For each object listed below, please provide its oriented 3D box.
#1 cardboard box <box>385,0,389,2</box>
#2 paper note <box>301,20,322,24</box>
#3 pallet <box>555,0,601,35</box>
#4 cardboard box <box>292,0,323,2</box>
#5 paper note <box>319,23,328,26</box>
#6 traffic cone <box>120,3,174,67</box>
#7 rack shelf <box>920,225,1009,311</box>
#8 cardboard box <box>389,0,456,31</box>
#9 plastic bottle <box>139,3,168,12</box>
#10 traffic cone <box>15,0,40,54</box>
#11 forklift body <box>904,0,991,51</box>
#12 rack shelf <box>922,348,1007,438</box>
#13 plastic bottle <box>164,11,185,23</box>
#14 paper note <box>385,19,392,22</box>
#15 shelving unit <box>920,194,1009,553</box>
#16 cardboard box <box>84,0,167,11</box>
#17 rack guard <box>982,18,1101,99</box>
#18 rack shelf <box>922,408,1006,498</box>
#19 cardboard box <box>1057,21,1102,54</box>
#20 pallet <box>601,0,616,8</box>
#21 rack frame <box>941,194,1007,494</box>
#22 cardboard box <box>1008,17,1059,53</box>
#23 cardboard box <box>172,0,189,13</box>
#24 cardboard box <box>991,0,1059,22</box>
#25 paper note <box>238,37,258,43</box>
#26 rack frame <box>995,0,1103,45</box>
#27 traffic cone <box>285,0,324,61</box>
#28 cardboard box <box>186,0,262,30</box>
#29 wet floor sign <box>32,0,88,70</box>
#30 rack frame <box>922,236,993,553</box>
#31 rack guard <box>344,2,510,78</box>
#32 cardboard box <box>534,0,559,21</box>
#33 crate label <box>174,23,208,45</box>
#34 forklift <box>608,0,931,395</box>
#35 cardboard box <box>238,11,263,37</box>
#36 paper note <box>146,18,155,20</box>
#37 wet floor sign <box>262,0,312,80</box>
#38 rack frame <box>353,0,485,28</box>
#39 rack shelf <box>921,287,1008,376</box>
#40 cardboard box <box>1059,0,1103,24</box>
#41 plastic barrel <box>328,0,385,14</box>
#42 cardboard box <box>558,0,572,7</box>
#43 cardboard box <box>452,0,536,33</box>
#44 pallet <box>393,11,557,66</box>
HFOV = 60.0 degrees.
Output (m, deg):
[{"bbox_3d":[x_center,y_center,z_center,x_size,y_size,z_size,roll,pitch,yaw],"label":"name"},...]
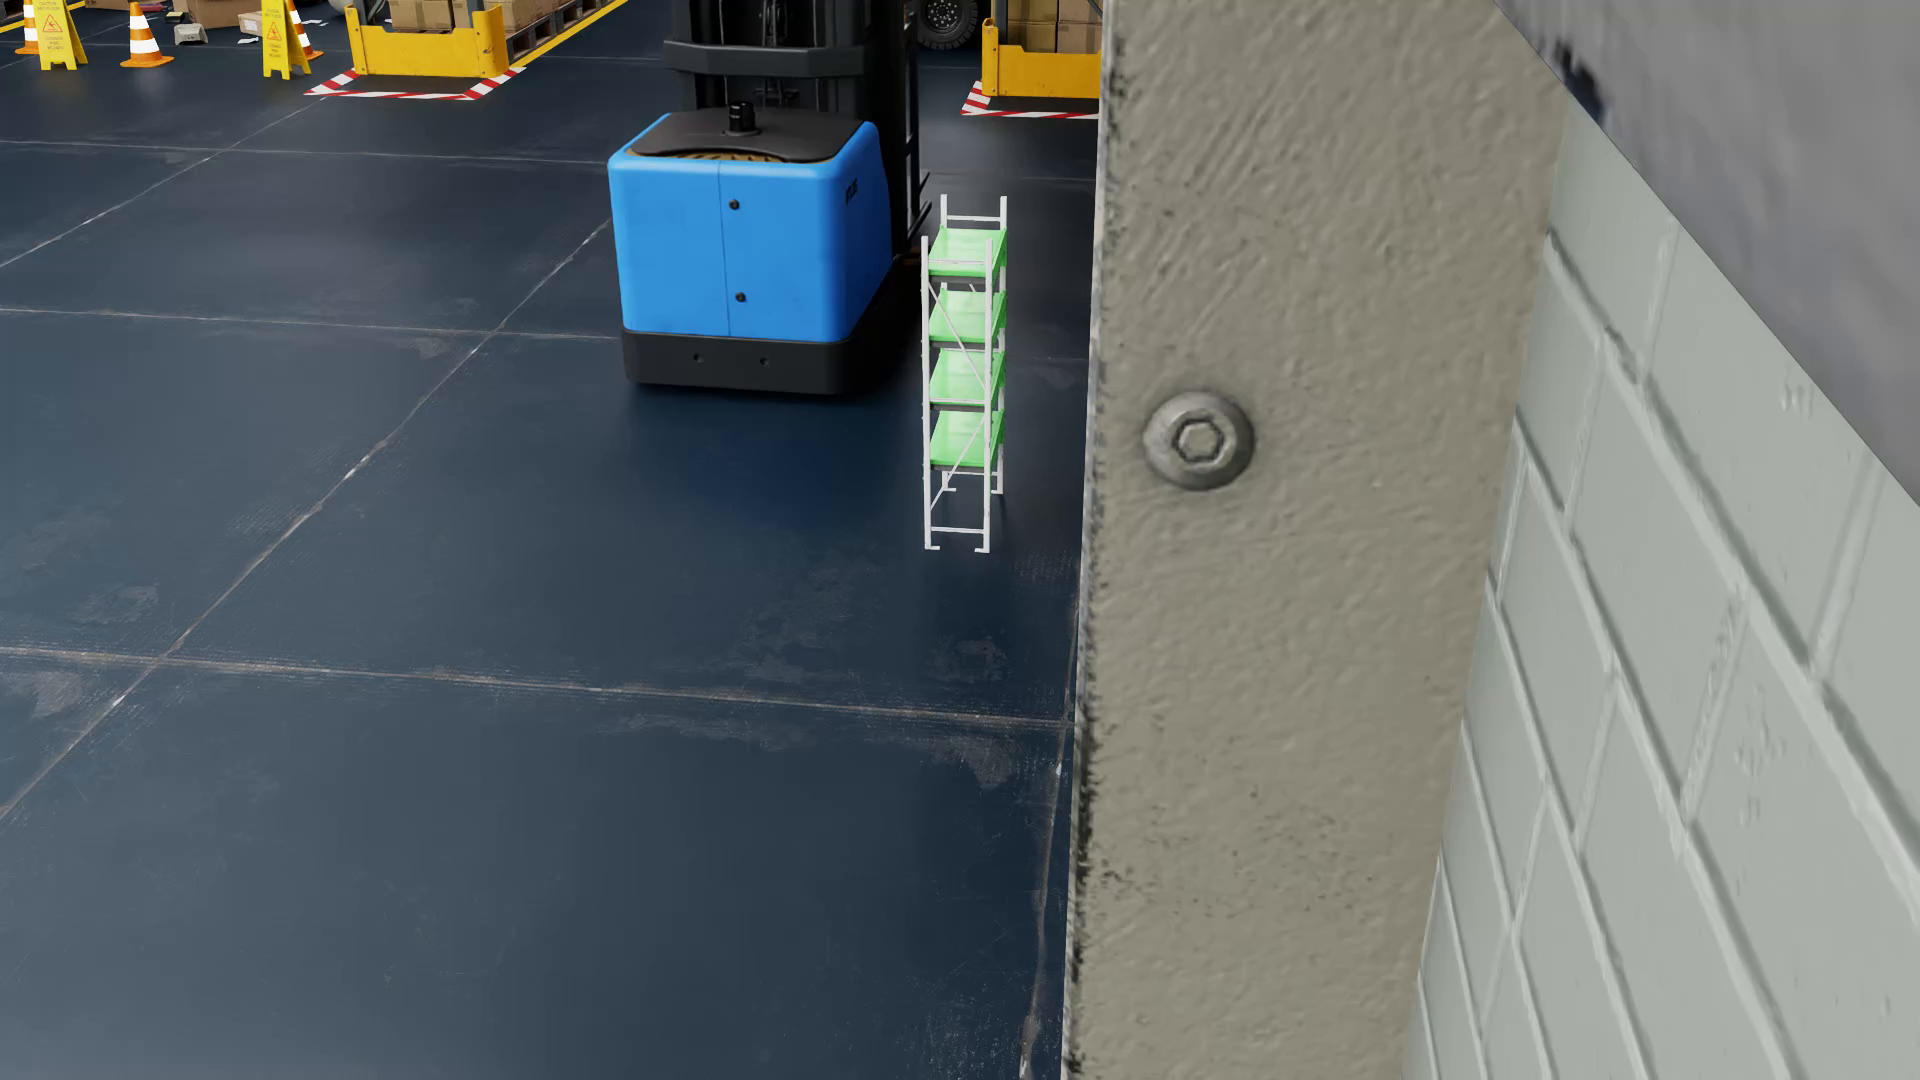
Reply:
[{"bbox_3d":[-5.158,-5.339,15.631,0.500,0.500,0.500,-24,36,-37],"label":"cardboard box"},{"bbox_3d":[-5.773,-4.620,14.806,0.148,0.019,0.142,14,31,24],"label":"paper note"},{"bbox_3d":[-3.870,-4.742,14.830,1.003,0.211,1.213,3,28,6],"label":"pallet"},{"bbox_3d":[-6.357,-5.356,15.518,0.797,0.637,0.503,3,28,6],"label":"cardboard box"},{"bbox_3d":[-5.625,-4.563,14.708,0.032,0.001,0.123,3,28,6],"label":"paper note"},{"bbox_3d":[-6.537,-4.046,13.272,0.336,0.463,0.334,3,28,6],"label":"traffic cone"},{"bbox_3d":[0.020,-0.972,5.913,0.258,0.148,0.480,3,28,6],"label":"rack shelf"},{"bbox_3d":[-4.331,-4.363,13.642,0.500,0.250,0.500,3,28,6],"label":"cardboard box"},{"bbox_3d":[-7.409,-4.880,15.244,0.283,0.061,0.133,-6,29,-11],"label":"plastic bottle"},{"bbox_3d":[-7.617,-4.272,13.691,0.336,0.463,0.334,3,28,6],"label":"traffic cone"},{"bbox_3d":[-0.818,-5.319,13.856,2.313,2.155,1.214,3,28,6],"label":"forklift body"},{"bbox_3d":[0.020,-0.550,6.140,0.258,0.148,0.480,3,28,6],"label":"rack shelf"},{"bbox_3d":[-7.019,-4.683,14.877,0.133,0.061,0.283,-6,29,-11],"label":"plastic bottle"},{"bbox_3d":[-5.058,-4.639,14.829,0.142,0.019,0.148,-6,29,-11],"label":"paper note"},{"bbox_3d":[0.020,-0.606,6.110,0.258,1.200,0.503,3,28,6],"label":"shelving unit"},{"bbox_3d":[-7.773,-5.214,15.399,0.500,0.500,0.500,8,29,15],"label":"cardboard box"},{"bbox_3d":[0.758,-3.582,12.373,1.175,0.500,0.348,3,28,6],"label":"rack guard"},{"bbox_3d":[0.020,-0.339,6.254,0.258,0.148,0.480,3,28,6],"label":"rack shelf"},{"bbox_3d":[1.015,-3.888,12.761,0.500,0.250,0.500,3,29,6],"label":"cardboard box"},{"bbox_3d":[-3.723,-5.318,15.899,1.003,0.211,1.213,3,28,6],"label":"pallet"},{"bbox_3d":[0.050,-0.721,6.323,0.240,1.200,0.015,3,28,6],"label":"rack frame"},{"bbox_3d":[0.505,-3.908,12.798,0.500,0.250,0.500,4,29,7],"label":"cardboard box"},{"bbox_3d":[-6.984,-4.984,15.221,0.396,0.266,0.258,8,29,15],"label":"cardboard box"},{"bbox_3d":[0.510,-4.136,12.694,0.500,0.250,0.500,3,28,6],"label":"cardboard box"},{"bbox_3d":[-6.026,-4.234,14.078,0.148,0.019,0.142,-6,29,-11],"label":"paper note"},{"bbox_3d":[0.761,-4.694,11.801,1.000,3.000,0.127,3,28,6],"label":"rack frame"},{"bbox_3d":[-5.394,-4.141,13.449,0.336,0.463,0.334,3,28,6],"label":"traffic cone"},{"bbox_3d":[-6.463,-4.856,14.733,0.797,0.503,0.637,-17,33,-29],"label":"cardboard box"},{"bbox_3d":[-7.130,-4.056,13.098,0.267,0.644,0.232,-1,28,-3],"label":"wet floor sign"},{"bbox_3d":[-0.010,-0.491,5.897,0.240,1.200,0.015,3,28,6],"label":"rack frame"},{"bbox_3d":[-4.157,-3.916,12.992,1.175,0.500,0.348,3,28,6],"label":"rack guard"},{"bbox_3d":[-3.723,-4.559,14.006,0.500,0.250,0.500,4,29,8],"label":"cardboard box"},{"bbox_3d":[-6.502,-4.276,14.043,0.250,0.136,0.298,-11,30,-20],"label":"crate label"},{"bbox_3d":[-0.761,-2.603,7.991,1.130,2.935,3.031,4,29,8],"label":"forklift"},{"bbox_3d":[-6.010,-4.460,14.371,0.380,0.149,0.250,20,34,32],"label":"cardboard box"},{"bbox_3d":[-7.258,-4.677,14.921,0.032,0.001,0.123,20,34,32],"label":"paper note"},{"bbox_3d":[-5.251,-3.917,12.841,0.267,0.644,0.232,14,31,24],"label":"wet floor sign"},{"bbox_3d":[-4.166,-4.981,12.333,1.000,3.000,0.127,3,28,6],"label":"rack frame"},{"bbox_3d":[0.020,-0.761,6.027,0.258,0.148,0.480,3,28,6],"label":"rack shelf"},{"bbox_3d":[1.024,-4.098,12.623,0.500,0.250,0.500,4,29,7],"label":"cardboard box"},{"bbox_3d":[-5.416,-4.907,14.912,0.421,0.421,0.512,-24,36,-37],"label":"plastic barrel"},{"bbox_3d":[-3.668,-4.816,14.484,0.500,0.250,0.500,5,29,10],"label":"cardboard box"},{"bbox_3d":[-3.793,-4.319,13.560,0.500,0.250,0.500,3,28,6],"label":"cardboard box"},{"bbox_3d":[-4.022,-4.169,13.767,1.003,0.211,1.213,3,28,6],"label":"pallet"}]
